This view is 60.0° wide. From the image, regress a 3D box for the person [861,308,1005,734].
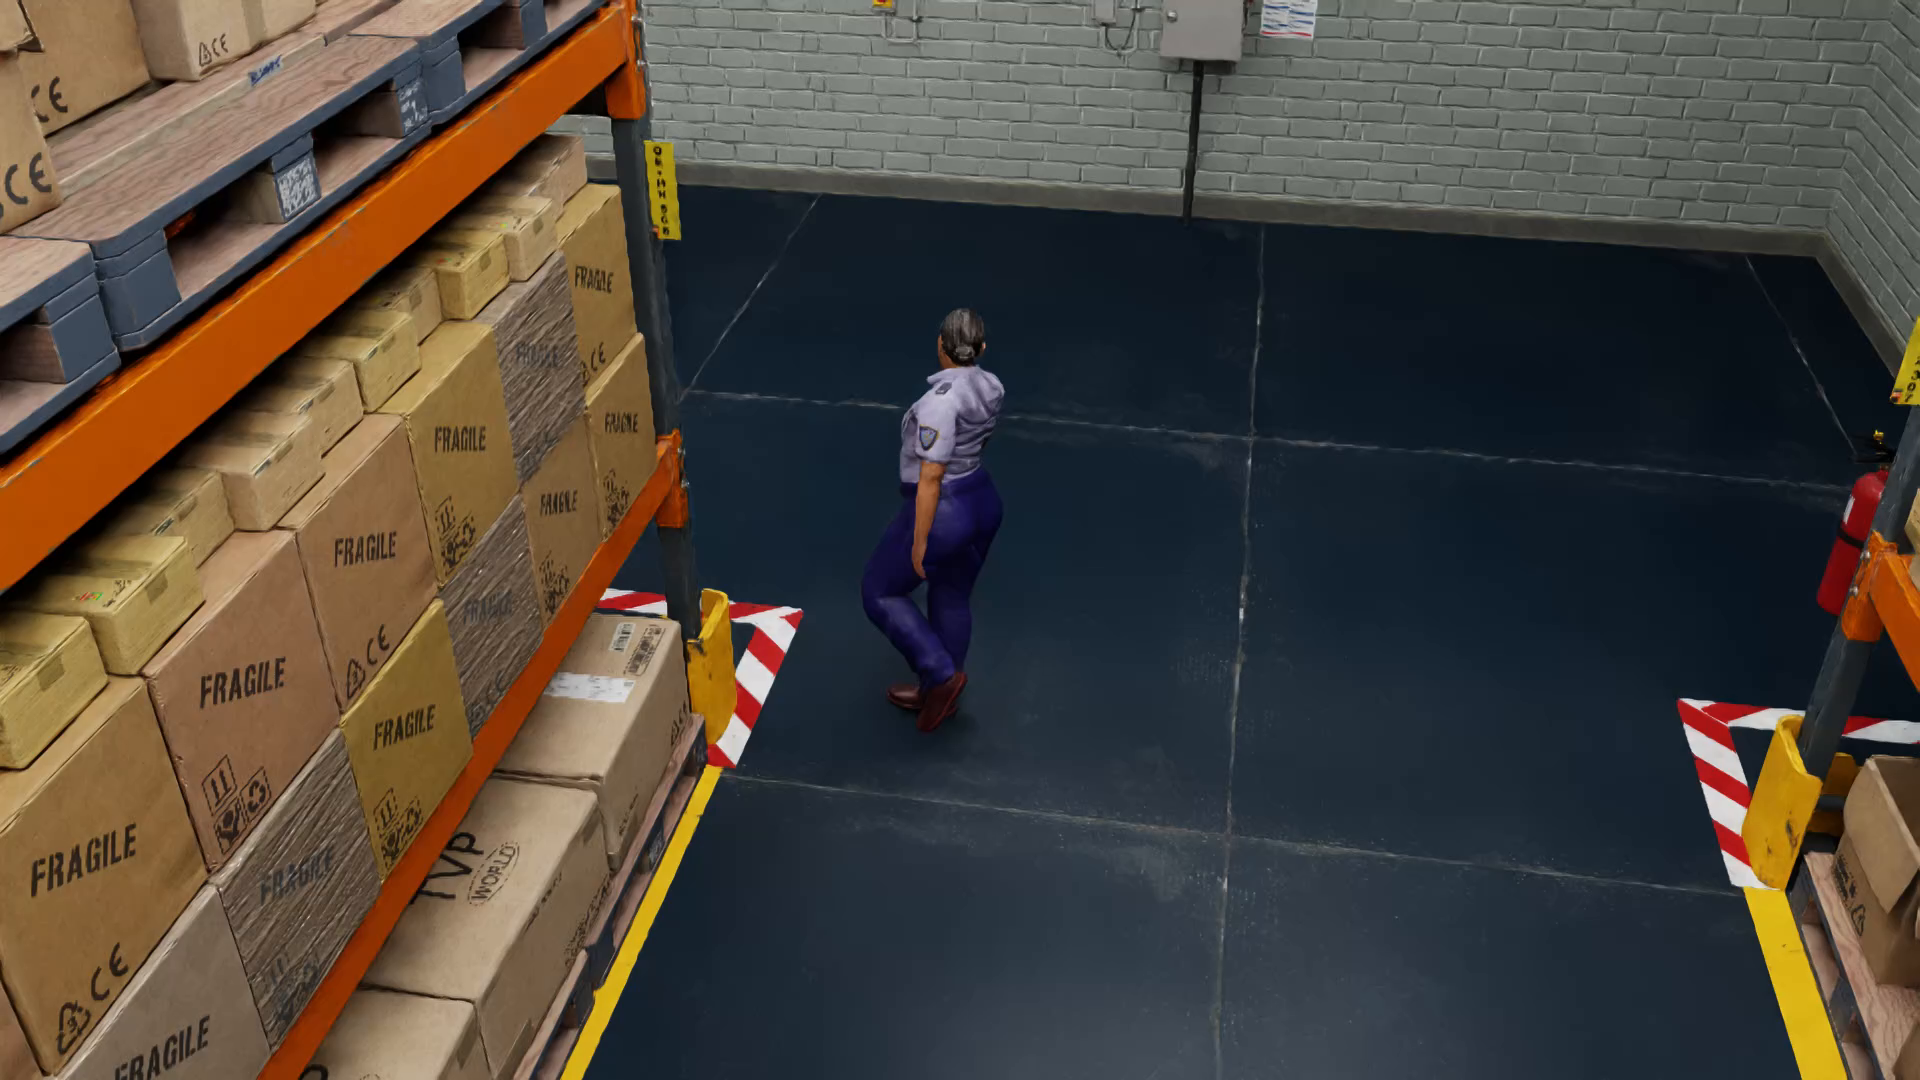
[{"bbox_3d":[-0.064,-0.066,6.259,0.479,1.604,0.660,22,38,30],"label":"person"}]
